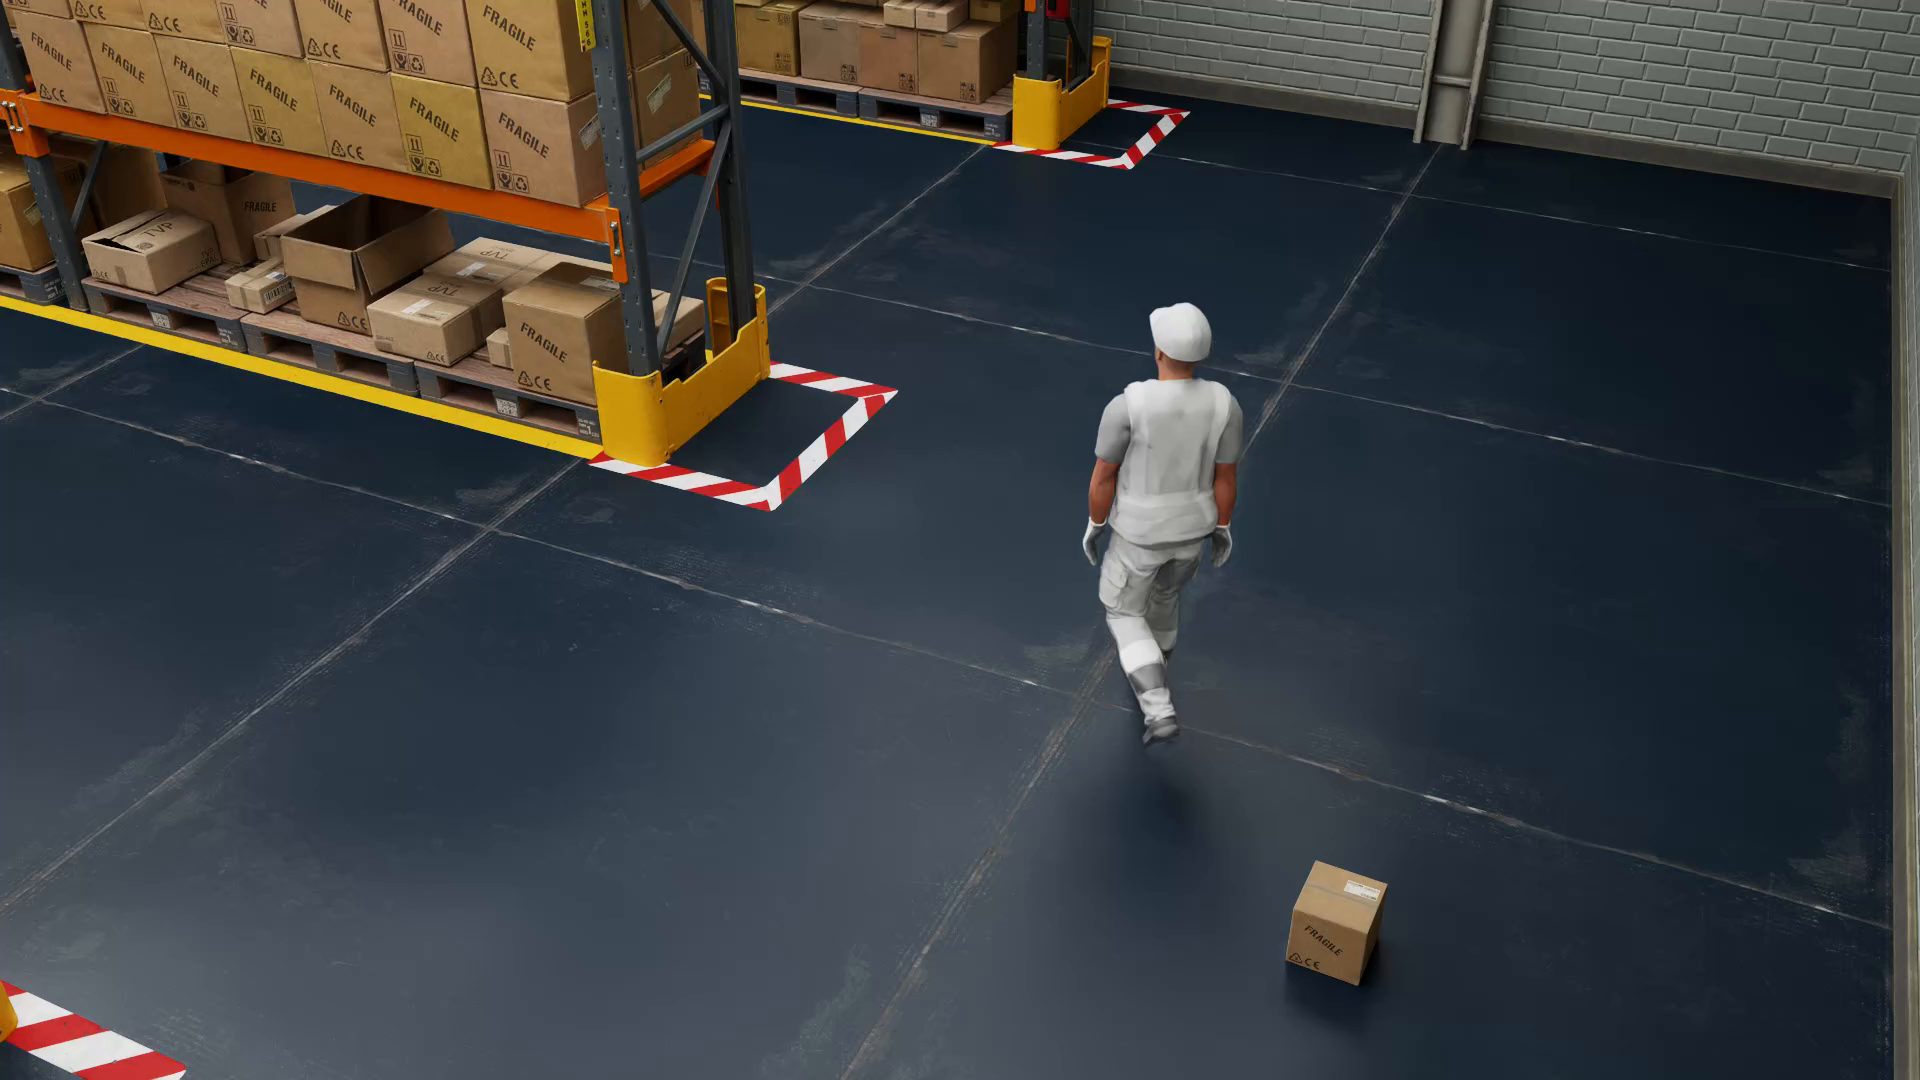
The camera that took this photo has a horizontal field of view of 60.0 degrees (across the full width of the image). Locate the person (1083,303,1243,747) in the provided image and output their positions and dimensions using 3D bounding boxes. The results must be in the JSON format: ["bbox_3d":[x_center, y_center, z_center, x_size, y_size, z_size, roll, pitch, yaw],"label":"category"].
[{"bbox_3d":[0.749,-0.018,6.128,0.559,1.769,0.842,-6,34,-9],"label":"person"}]
